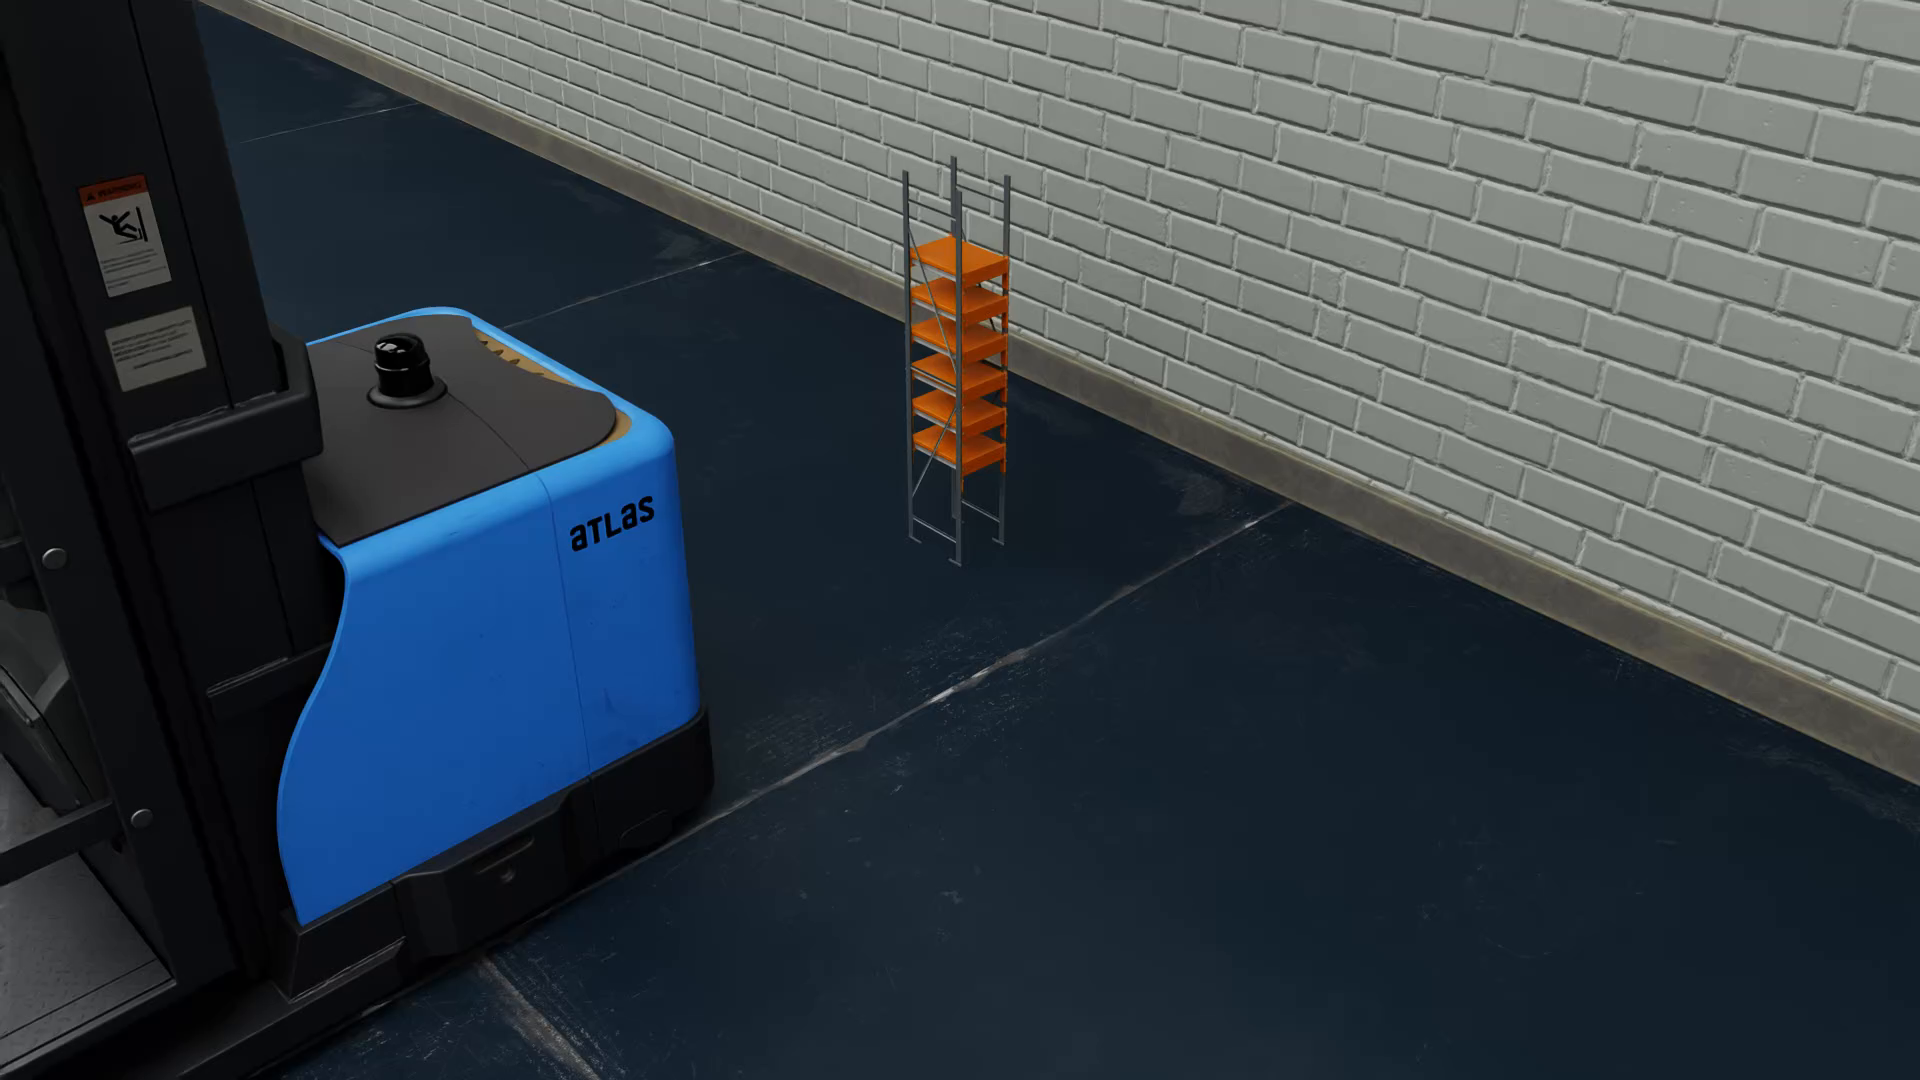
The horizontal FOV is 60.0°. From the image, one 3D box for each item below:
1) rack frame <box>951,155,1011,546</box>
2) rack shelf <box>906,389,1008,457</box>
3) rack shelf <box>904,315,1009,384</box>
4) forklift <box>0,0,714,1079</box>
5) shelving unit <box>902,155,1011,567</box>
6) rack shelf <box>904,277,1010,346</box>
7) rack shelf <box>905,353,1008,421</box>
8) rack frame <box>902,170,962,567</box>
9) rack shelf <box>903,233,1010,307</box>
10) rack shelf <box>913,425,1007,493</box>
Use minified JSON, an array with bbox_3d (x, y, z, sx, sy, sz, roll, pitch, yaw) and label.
[{"bbox_3d":[0.056,-0.539,4.982,0.006,1.200,0.240,-26,40,-35],"label":"rack frame"},{"bbox_3d":[-0.011,-0.366,5.014,0.180,0.103,0.258,-26,40,-35],"label":"rack shelf"},{"bbox_3d":[-0.011,-0.571,4.889,0.180,0.103,0.258,-26,40,-35],"label":"rack shelf"},{"bbox_3d":[-2.016,-0.226,2.811,3.031,2.935,1.130,-27,40,-37],"label":"forklift"},{"bbox_3d":[-0.011,-0.507,4.929,0.189,1.200,0.258,-26,40,-35],"label":"shelving unit"},{"bbox_3d":[-0.011,-0.674,4.827,0.180,0.103,0.258,-26,40,-35],"label":"rack shelf"},{"bbox_3d":[-0.011,-0.469,4.952,0.180,0.103,0.258,-26,40,-35],"label":"rack shelf"},{"bbox_3d":[-0.078,-0.474,4.876,0.006,1.200,0.240,-26,40,-35],"label":"rack frame"},{"bbox_3d":[-0.011,-0.776,4.764,0.180,0.103,0.258,-26,40,-35],"label":"rack shelf"},{"bbox_3d":[-0.011,-0.264,5.077,0.180,0.103,0.258,-26,40,-35],"label":"rack shelf"}]
